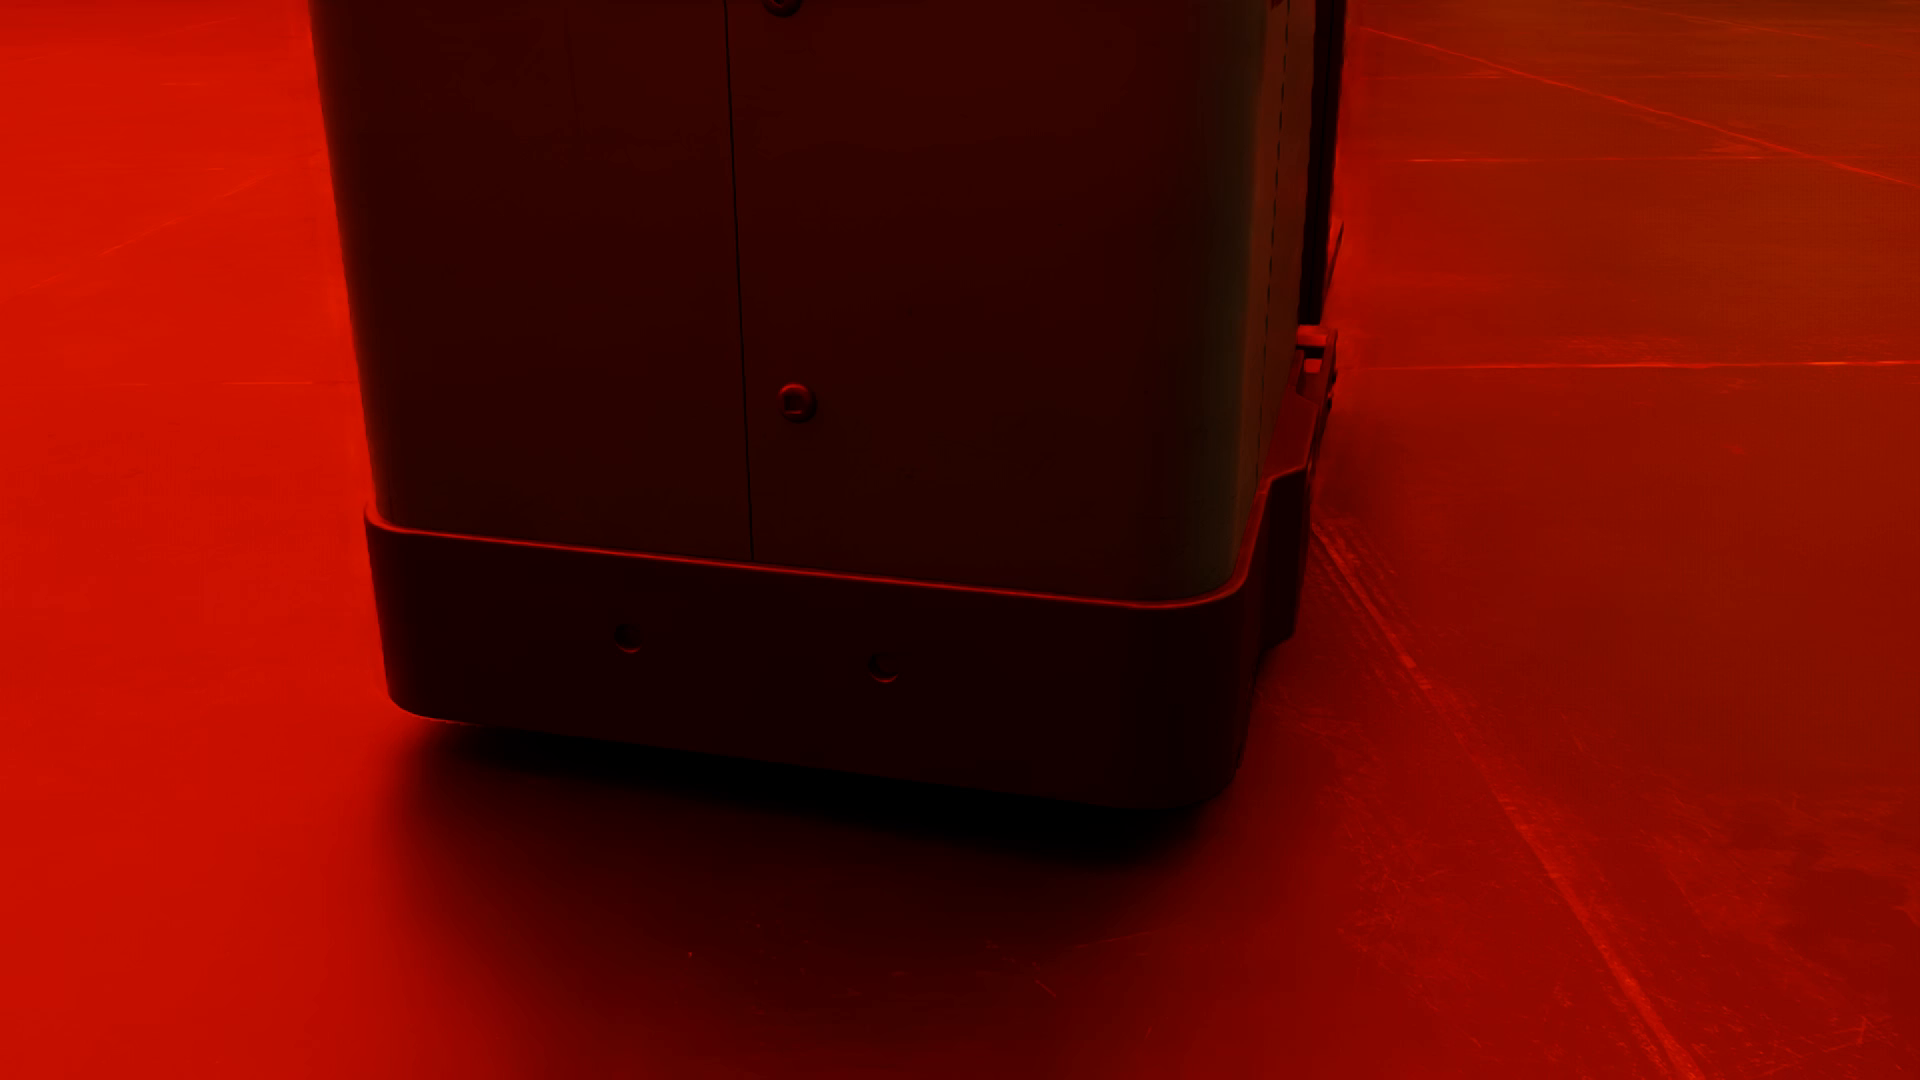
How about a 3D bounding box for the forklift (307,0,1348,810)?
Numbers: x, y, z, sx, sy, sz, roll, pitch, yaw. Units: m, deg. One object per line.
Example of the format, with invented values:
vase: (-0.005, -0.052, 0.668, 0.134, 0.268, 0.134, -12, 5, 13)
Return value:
forklift: (0.152, -1.580, 2.751, 1.130, 2.935, 3.031, 5, 22, 14)
